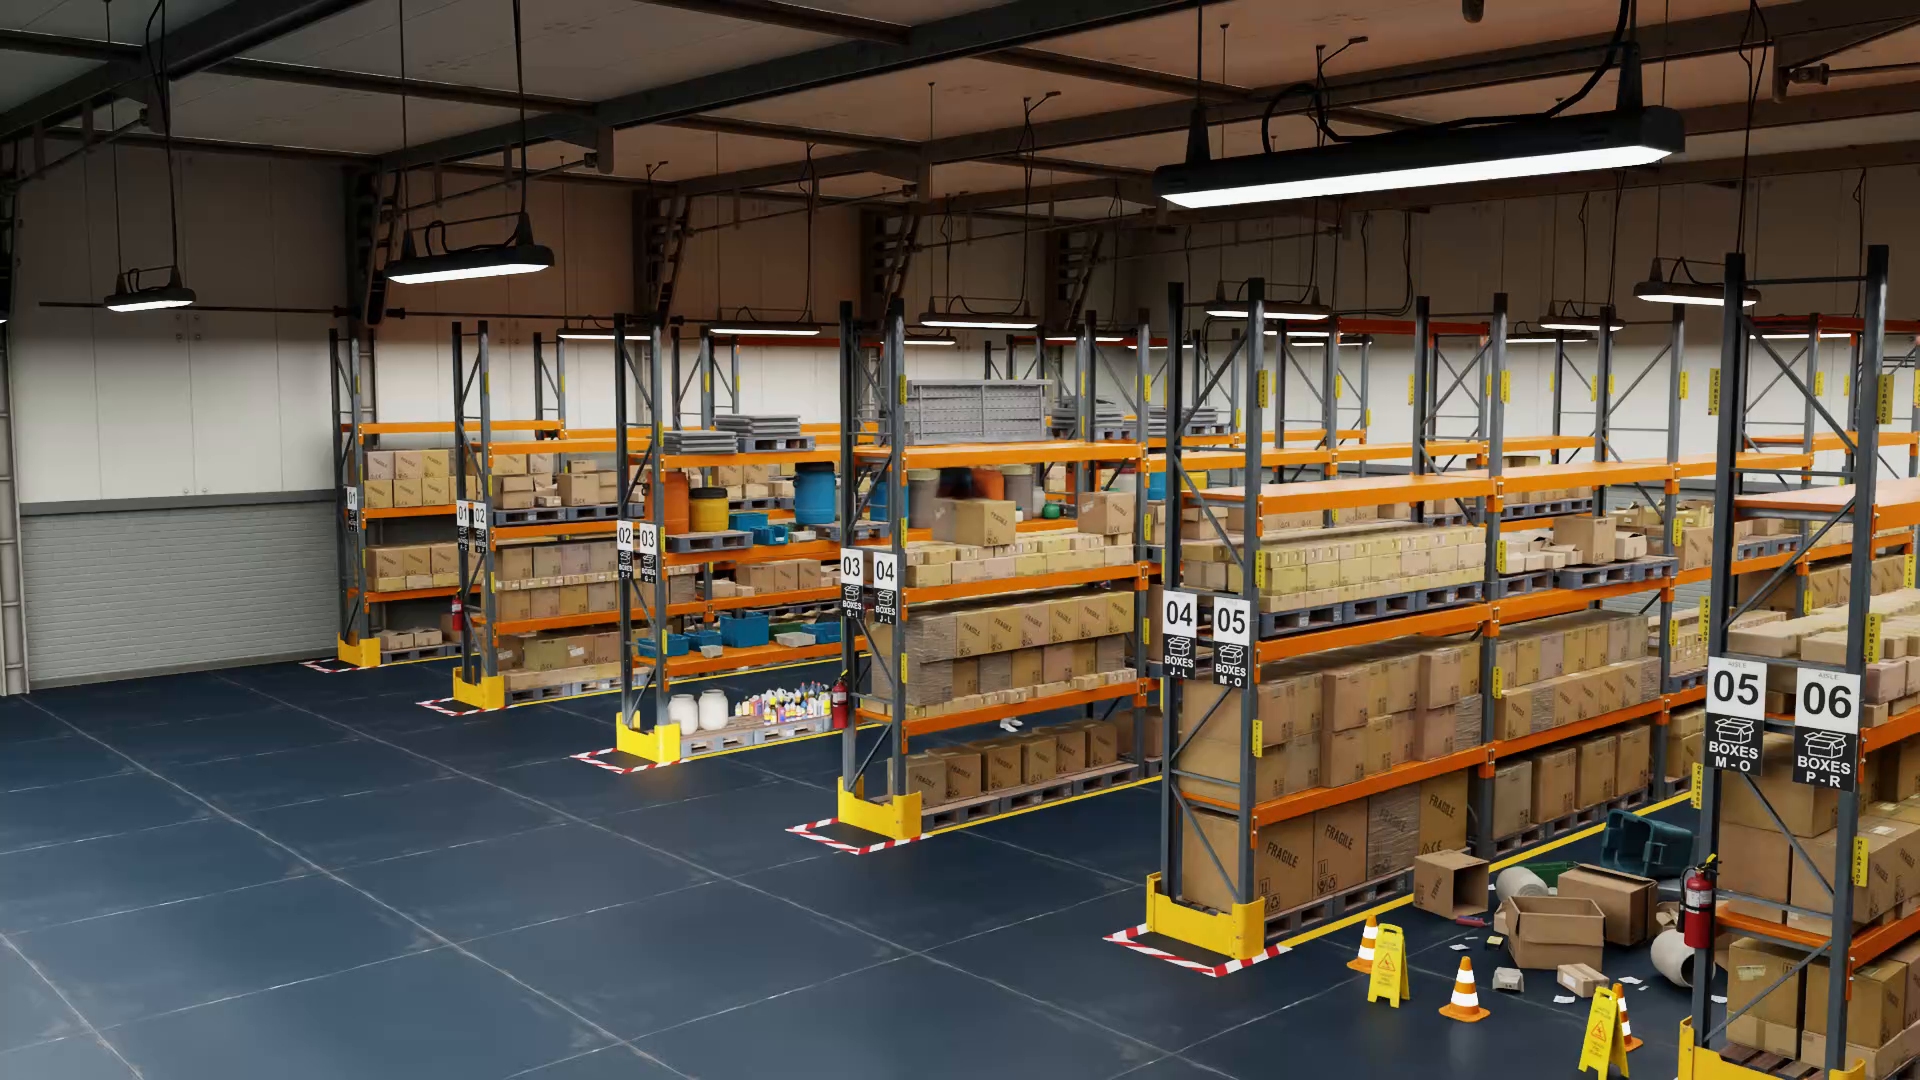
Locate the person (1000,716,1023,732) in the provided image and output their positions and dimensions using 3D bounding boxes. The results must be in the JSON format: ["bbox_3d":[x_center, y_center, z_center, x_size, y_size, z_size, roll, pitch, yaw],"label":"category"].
[{"bbox_3d":[0.791,1.933,24.405,0.487,1.686,0.510,-4,7,-34],"label":"person"}]
